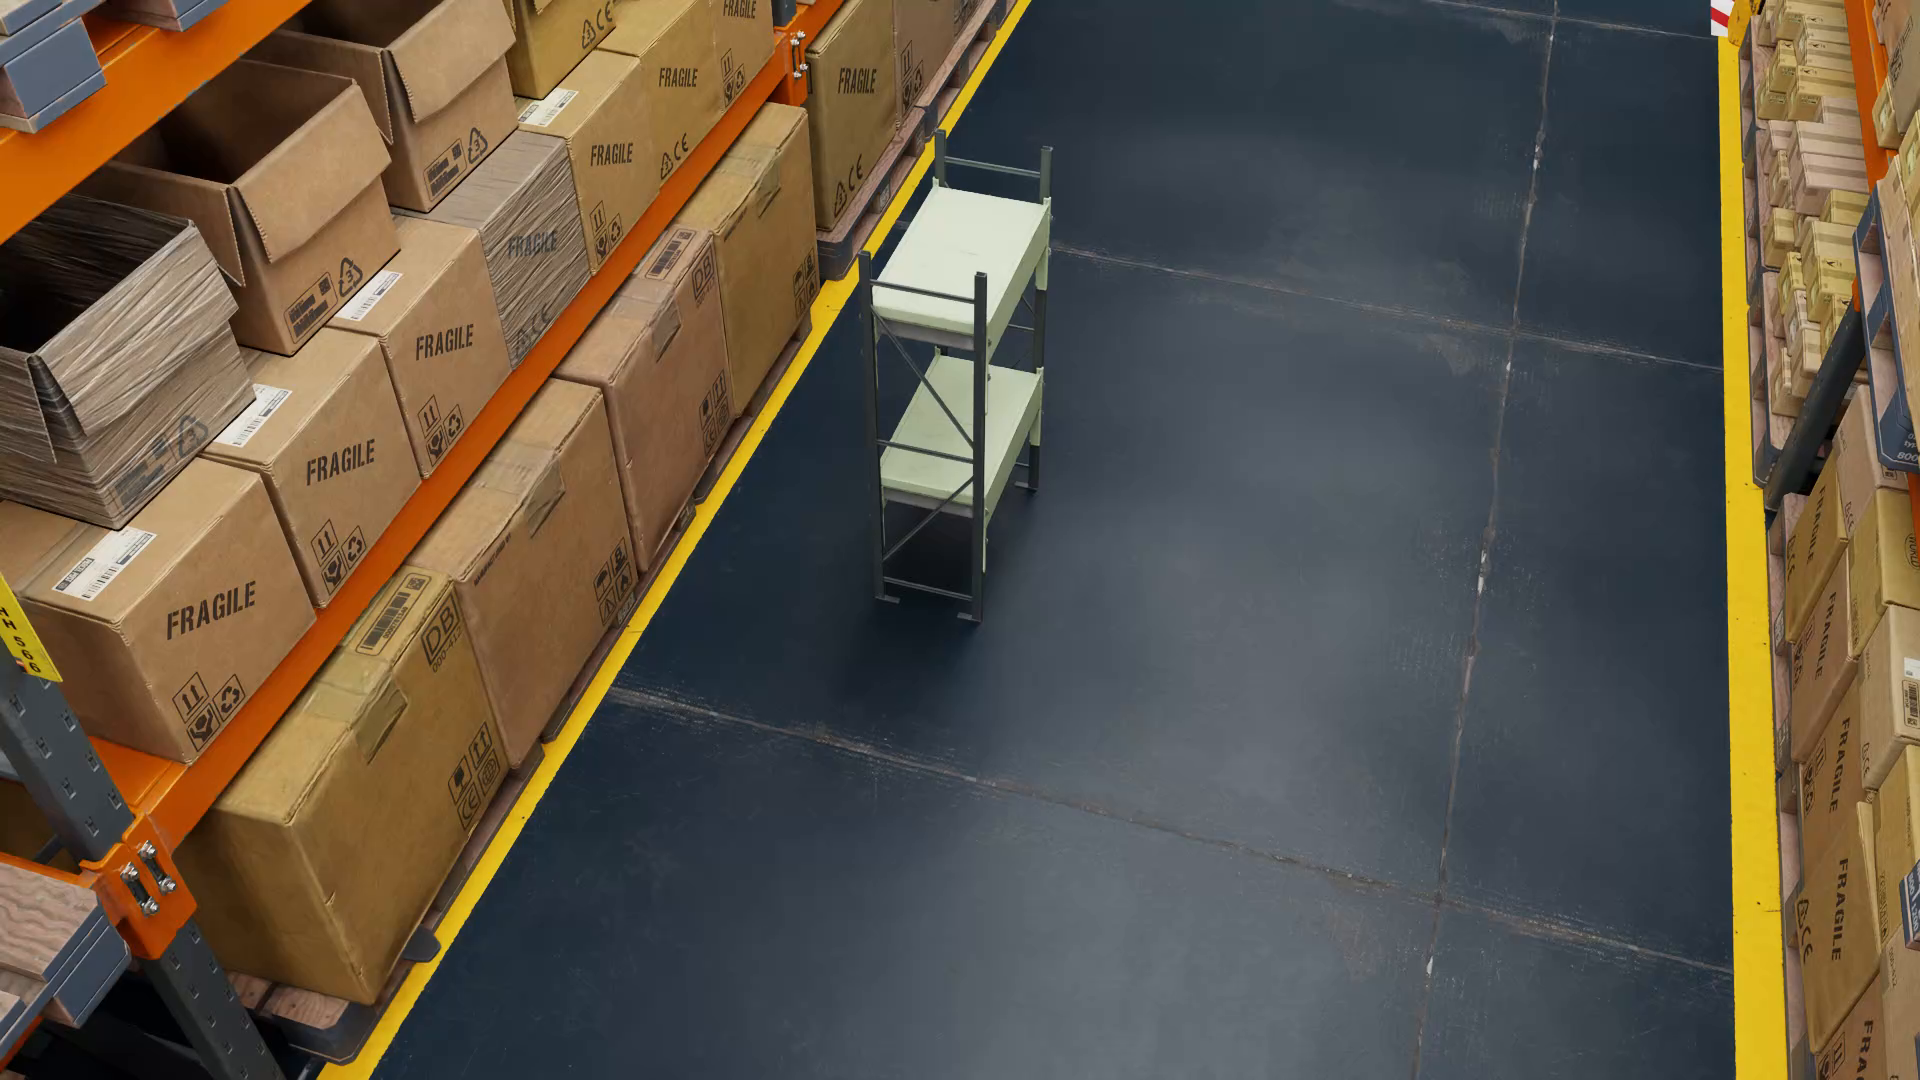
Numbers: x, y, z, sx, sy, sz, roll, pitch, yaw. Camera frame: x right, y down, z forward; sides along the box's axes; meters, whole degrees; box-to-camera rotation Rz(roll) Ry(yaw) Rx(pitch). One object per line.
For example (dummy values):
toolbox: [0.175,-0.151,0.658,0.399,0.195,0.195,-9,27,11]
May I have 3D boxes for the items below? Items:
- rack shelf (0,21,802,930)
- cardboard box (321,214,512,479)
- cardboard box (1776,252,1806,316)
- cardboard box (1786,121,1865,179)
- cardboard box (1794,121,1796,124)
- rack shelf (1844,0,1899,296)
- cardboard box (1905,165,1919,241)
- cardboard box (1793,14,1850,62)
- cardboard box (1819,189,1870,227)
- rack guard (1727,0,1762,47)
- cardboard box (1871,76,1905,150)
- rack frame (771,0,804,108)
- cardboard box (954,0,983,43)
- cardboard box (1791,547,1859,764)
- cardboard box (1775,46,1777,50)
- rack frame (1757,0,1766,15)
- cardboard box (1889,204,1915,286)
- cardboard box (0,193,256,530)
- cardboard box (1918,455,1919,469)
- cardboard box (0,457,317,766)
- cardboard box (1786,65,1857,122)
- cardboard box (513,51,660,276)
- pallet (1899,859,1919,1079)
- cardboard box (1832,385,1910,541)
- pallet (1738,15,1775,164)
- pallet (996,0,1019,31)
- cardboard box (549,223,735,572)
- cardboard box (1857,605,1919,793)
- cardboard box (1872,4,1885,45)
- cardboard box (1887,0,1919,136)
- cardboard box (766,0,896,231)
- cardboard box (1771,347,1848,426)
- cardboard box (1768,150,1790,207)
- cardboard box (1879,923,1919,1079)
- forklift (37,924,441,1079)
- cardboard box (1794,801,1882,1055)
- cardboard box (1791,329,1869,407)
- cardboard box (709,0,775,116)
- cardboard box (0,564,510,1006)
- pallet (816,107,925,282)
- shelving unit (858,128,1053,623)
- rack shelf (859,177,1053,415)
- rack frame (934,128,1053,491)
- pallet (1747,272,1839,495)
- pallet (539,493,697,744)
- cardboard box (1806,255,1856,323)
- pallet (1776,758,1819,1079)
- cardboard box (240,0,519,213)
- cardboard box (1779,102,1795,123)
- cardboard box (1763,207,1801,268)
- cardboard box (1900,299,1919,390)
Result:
rack shelf: [-1.732,-0.645,5.279,1.077,0.370,4.000,13,46,13]
cardboard box: [-1.625,-0.558,4.604,0.500,0.500,0.500,12,46,12]
cardboard box: [3.497,-0.998,6.650,0.380,0.149,0.250,11,45,11]
cardboard box: [3.755,-1.638,7.092,0.380,0.149,0.250,11,45,11]
cardboard box: [4.081,-2.029,7.704,0.380,0.149,0.250,11,45,11]
rack shelf: [4.176,-2.193,6.861,1.077,0.370,4.000,13,46,13]
cardboard box: [2.936,-0.946,4.738,0.380,0.149,0.250,12,46,12]
cardboard box: [4.136,-2.317,7.786,0.380,0.149,0.250,10,45,11]
cardboard box: [3.691,-1.256,6.702,0.380,0.149,0.250,14,46,14]
rack guard: [4.759,-2.840,8.794,1.175,0.500,0.348,13,46,13]
cardboard box: [3.408,-1.462,5.779,0.380,0.149,0.250,11,46,11]
rack frame: [-1.126,-2.235,6.390,1.000,3.000,0.127,13,46,13]
cardboard box: [-0.308,-3.242,8.637,0.875,0.875,0.875,13,46,13]
cardboard box: [2.935,0.415,5.168,0.500,0.500,0.500,14,46,14]
cardboard box: [4.317,-2.442,8.338,0.380,0.149,0.250,12,46,12]
rack frame: [4.782,-3.784,7.972,1.000,3.000,0.127,13,46,13]
cardboard box: [2.934,-0.826,4.829,0.380,0.149,0.250,13,46,13]
cardboard box: [-2.100,-0.447,3.774,0.797,0.503,0.637,14,46,14]
cardboard box: [2.622,-0.141,4.129,0.380,0.149,0.250,12,46,12]
cardboard box: [-1.931,0.129,3.902,0.500,0.500,0.500,14,46,14]
cardboard box: [3.920,-1.969,7.430,0.380,0.149,0.250,13,46,13]
cardboard box: [-1.315,-1.223,5.284,0.500,0.500,0.500,12,46,12]
pallet: [2.473,1.120,3.098,1.213,0.211,1.003,13,46,13]
cardboard box: [3.095,-0.205,5.266,0.500,0.250,0.500,11,45,11]
pallet: [4.479,-2.202,8.350,1.003,0.211,1.213,13,46,13]
pallet: [-0.082,-3.355,9.528,1.003,0.211,1.213,13,46,13]
cardboard box: [-1.571,-0.599,5.937,1.225,0.875,0.875,11,45,11]
cardboard box: [2.777,0.489,4.556,0.500,0.250,0.500,14,46,14]
cardboard box: [3.701,-1.982,6.310,0.380,0.149,0.250,11,45,11]
cardboard box: [3.448,-1.642,5.499,0.500,0.500,0.500,13,46,13]
cardboard box: [-0.850,-2.049,7.418,0.875,0.875,0.875,13,46,13]
cardboard box: [3.365,-0.582,6.438,0.380,0.149,0.250,13,46,13]
cardboard box: [3.862,-1.599,7.478,0.380,0.149,0.250,13,46,13]
cardboard box: [2.459,1.174,3.857,0.500,0.250,0.500,13,46,13]
forklift: [-2.983,0.008,4.146,3.031,2.935,1.130,19,48,19]
cardboard box: [2.615,1.097,4.471,0.500,0.500,0.500,11,45,11]
cardboard box: [3.363,-0.632,6.277,0.380,0.149,0.250,13,46,13]
cardboard box: [-1.007,-1.901,5.977,0.500,0.500,0.500,13,46,13]
cardboard box: [-2.108,0.585,4.727,1.225,0.875,0.875,11,45,11]
pallet: [-0.821,-1.729,7.866,1.003,0.211,1.213,13,46,13]
shelving unit: [-0.002,-0.532,5.721,0.431,1.500,0.755,13,46,12]
rack shelf: [-0.002,-0.811,5.448,0.431,0.370,0.720,13,46,12]
rack frame: [0.109,-0.776,5.970,0.400,1.500,0.023,13,46,12]
pallet: [3.740,-0.576,6.688,1.003,0.211,1.213,13,46,13]
pallet: [-1.655,0.108,5.989,1.003,0.211,1.213,13,46,13]
cardboard box: [3.470,-0.932,6.371,0.380,0.149,0.250,13,46,13]
pallet: [2.968,1.214,4.858,1.003,0.211,1.213,13,46,13]
cardboard box: [-1.704,-1.329,4.675,0.797,0.503,0.637,14,46,14]
cardboard box: [4.080,-1.937,7.823,0.380,0.149,0.250,13,46,13]
cardboard box: [3.678,-1.272,7.143,0.380,0.149,0.250,12,46,12]
cardboard box: [2.778,-0.494,4.489,0.380,0.149,0.250,13,46,13]
